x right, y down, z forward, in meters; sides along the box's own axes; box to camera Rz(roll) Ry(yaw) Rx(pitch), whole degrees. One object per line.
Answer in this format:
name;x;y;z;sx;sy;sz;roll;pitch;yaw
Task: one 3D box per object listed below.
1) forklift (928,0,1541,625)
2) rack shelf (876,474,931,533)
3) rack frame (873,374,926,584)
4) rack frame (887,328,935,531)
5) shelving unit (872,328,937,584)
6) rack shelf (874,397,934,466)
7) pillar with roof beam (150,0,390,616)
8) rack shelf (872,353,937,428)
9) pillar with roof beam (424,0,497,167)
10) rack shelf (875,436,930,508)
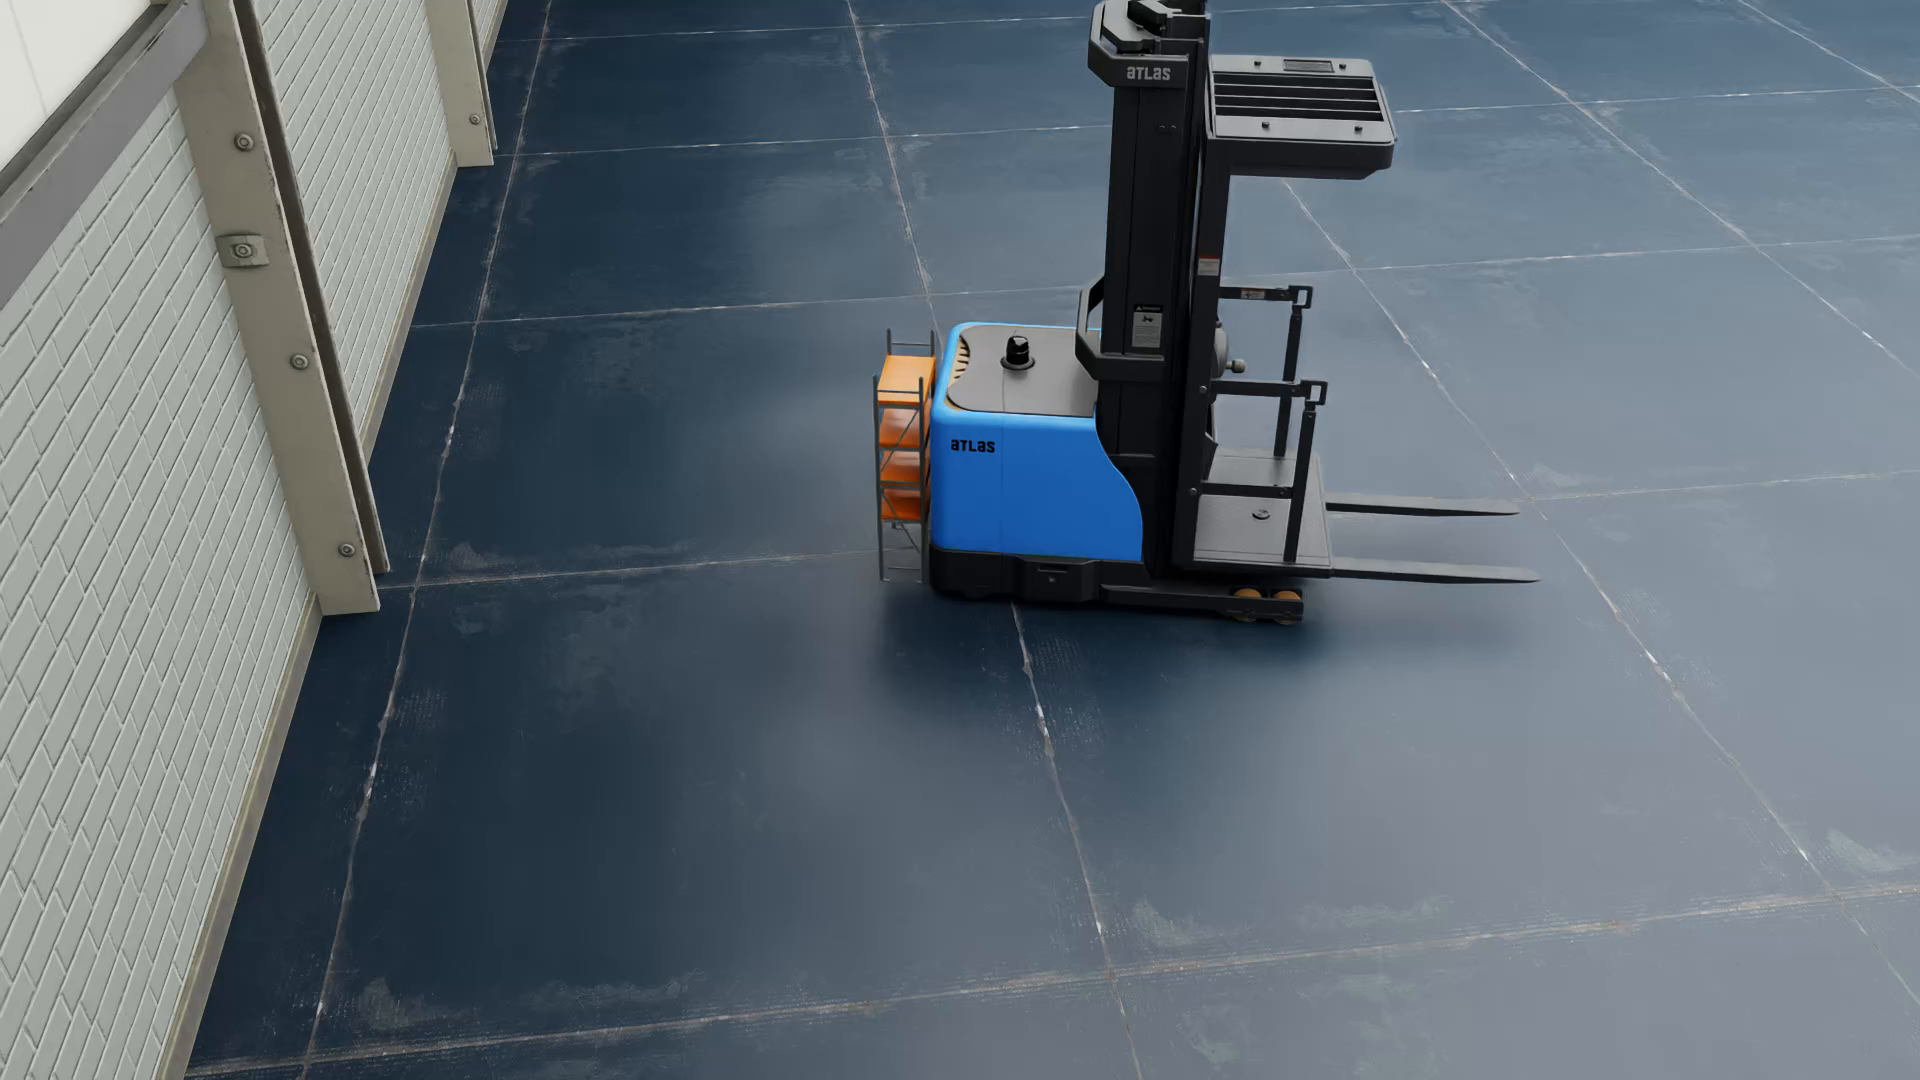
forklift;1.394;-1.108;7.902;3.031;2.935;1.130;3;34;5
rack shelf;-0.270;-0.198;8.575;0.258;0.148;0.480;3;34;5
rack frame;-0.294;-0.280;8.225;0.240;1.200;0.015;3;34;5
rack frame;-0.246;-0.554;8.626;0.240;1.200;0.015;3;34;5
shelving unit;-0.270;-0.417;8.425;0.258;1.200;0.503;3;34;5
rack shelf;-0.270;-0.546;8.337;0.258;0.148;0.480;3;34;5
pillar with roof beam;1.165;-3.787;6.444;9.100;9.000;0.400;-4;35;-6
rack shelf;-0.270;-0.742;8.204;0.258;0.148;0.480;3;34;5
pillar with roof beam;0.359;-7.135;11.357;9.100;9.000;0.400;-4;35;-6
rack shelf;-0.270;-0.362;8.463;0.258;0.148;0.480;3;34;5
